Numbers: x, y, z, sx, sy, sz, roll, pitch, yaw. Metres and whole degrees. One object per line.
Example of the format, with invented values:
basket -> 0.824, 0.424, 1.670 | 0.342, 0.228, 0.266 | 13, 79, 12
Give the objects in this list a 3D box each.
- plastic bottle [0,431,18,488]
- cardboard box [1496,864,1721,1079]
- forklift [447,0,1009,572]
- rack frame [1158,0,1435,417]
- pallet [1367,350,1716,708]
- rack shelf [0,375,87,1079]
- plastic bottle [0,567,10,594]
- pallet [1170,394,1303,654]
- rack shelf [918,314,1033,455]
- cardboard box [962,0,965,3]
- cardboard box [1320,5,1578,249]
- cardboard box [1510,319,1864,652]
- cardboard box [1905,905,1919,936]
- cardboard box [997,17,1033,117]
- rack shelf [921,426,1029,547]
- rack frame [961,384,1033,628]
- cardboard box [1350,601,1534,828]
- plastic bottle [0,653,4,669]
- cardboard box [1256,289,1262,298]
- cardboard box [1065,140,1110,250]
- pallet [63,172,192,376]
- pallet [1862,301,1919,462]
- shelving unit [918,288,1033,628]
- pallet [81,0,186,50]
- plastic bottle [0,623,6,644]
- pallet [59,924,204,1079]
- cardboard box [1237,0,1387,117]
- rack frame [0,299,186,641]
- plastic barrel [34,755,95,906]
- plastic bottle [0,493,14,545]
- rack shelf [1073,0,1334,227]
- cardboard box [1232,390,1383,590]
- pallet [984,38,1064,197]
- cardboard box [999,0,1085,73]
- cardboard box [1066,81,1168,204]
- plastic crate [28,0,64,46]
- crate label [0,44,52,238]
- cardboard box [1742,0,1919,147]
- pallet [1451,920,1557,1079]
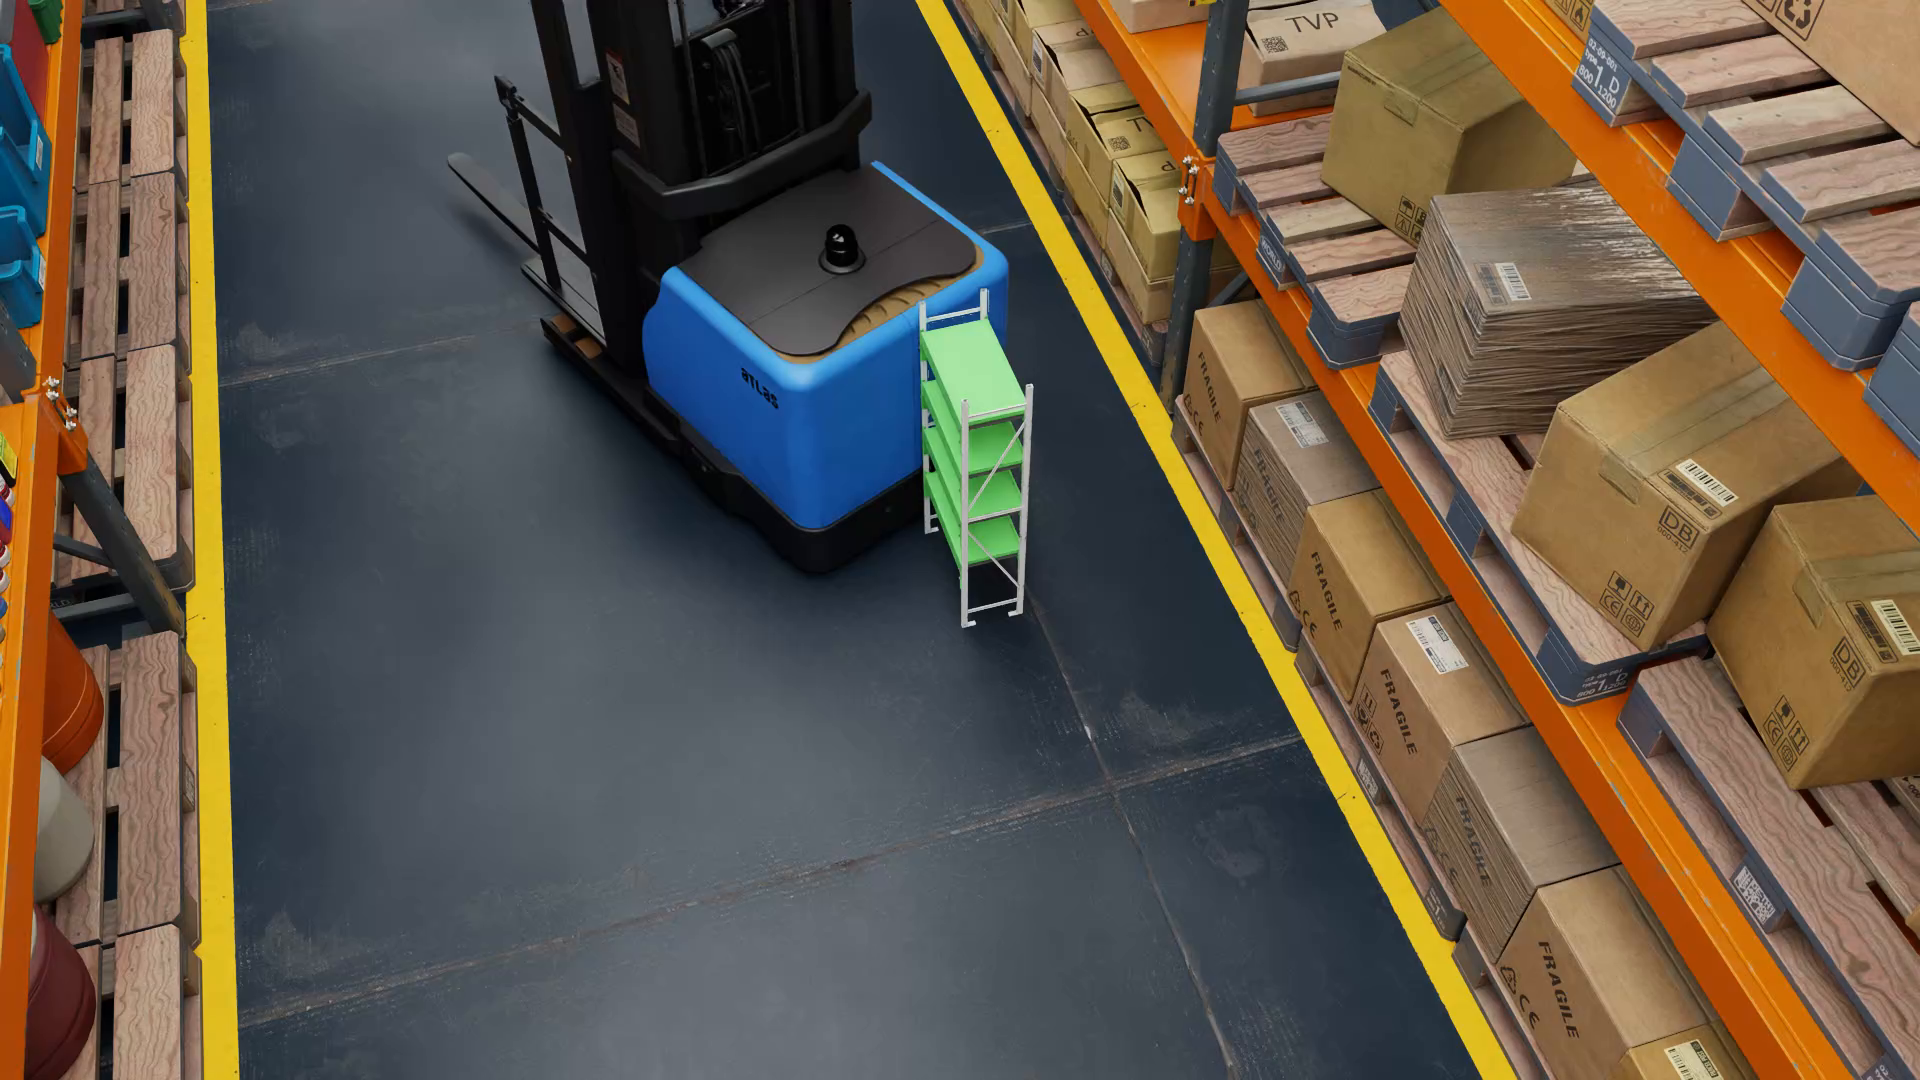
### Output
plastic bottle -> -2.868, -0.289, 4.898 | 0.061, 0.283, 0.133 | -13, 51, -11
cardboard box -> 1.962, 1.283, 4.843 | 0.500, 0.500, 0.500 | -13, 51, -11
forklift -> -1.152, -1.878, 6.206 | 1.130, 2.935, 3.031 | -34, 58, -25
rack frame -> 1.337, -1.643, 5.963 | 1.000, 3.000, 0.127 | -13, 51, -11
pallet -> 1.917, -0.162, 4.840 | 1.003, 0.211, 1.213 | -13, 51, -11
rack shelf -> -2.804, 1.167, 4.065 | 1.077, 0.370, 4.000 | -13, 51, -11
plastic bottle -> -2.755, 0.065, 4.653 | 0.097, 0.201, 0.097 | 0, 50, 0
pallet -> 1.522, -0.191, 6.562 | 1.003, 0.211, 1.213 | -13, 51, -11
rack shelf -> 0.049, -0.534, 5.661 | 0.258, 0.148, 0.480 | -13, 51, -11
cardboard box -> 0.187, -3.090, 8.706 | 0.500, 0.250, 0.500 | -12, 51, -10
cardboard box -> 1.631, -1.376, 5.398 | 0.700, 0.500, 0.500 | -30, 56, -23
cardboard box -> 1.939, -0.166, 4.378 | 0.700, 0.500, 0.500 | -25, 54, -20
cardboard box -> 2.594, 0.714, 3.636 | 0.700, 0.500, 0.500 | -30, 56, -23
cardboard box -> 0.492, -2.340, 8.074 | 0.500, 0.250, 0.500 | -12, 51, -10
rack shelf -> 0.049, -0.225, 6.028 | 0.258, 0.148, 0.480 | -13, 51, -11
rack frame -> 0.121, -0.088, 5.829 | 0.240, 1.200, 0.015 | -13, 51, -11
cardboard box -> 1.662, 0.546, 5.464 | 0.500, 0.500, 0.500 | -15, 51, -12
plastic bottle -> -2.668, 0.256, 4.446 | 0.097, 0.271, 0.097 | 0, 50, 0
cardboard box -> 1.463, -1.341, 7.232 | 0.500, 0.250, 0.500 | -13, 51, -11
cardboard box -> 0.793, -1.597, 7.448 | 0.500, 0.250, 0.500 | -14, 51, -11
pallet -> -3.945, -1.091, 7.322 | 1.003, 0.211, 1.213 | -13, 51, -11
pallet -> 2.395, -0.120, 2.840 | 1.213, 0.211, 1.003 | -13, 51, -11
shelving unit -> 0.049, -0.266, 5.979 | 0.258, 1.200, 0.503 | -13, 51, -11
pallet -> -4.737, -3.049, 8.972 | 1.003, 0.211, 1.213 | -13, 51, -11
plastic bottle -> -2.697, 0.207, 4.533 | 0.097, 0.201, 0.097 | 0, 50, 0
pallet -> -2.765, 1.829, 4.860 | 1.003, 0.211, 1.213 | -13, 51, -11
cardboard box -> 1.272, -1.890, 6.229 | 0.500, 0.311, 0.500 | -10, 51, -9
rack frame -> -3.395, -0.526, 5.021 | 1.000, 3.000, 0.127 | -13, 51, -11
plastic barrel -> -2.982, 0.886, 5.183 | 0.421, 0.512, 0.421 | 0, 50, 0
plastic bottle -> -2.800, -0.121, 4.756 | 0.061, 0.283, 0.133 | -13, 51, -11
rack shelf -> 0.746, -2.872, 7.470 | 1.077, 0.370, 4.000 | -13, 51, -11
cardboard box -> 1.359, -0.201, 6.095 | 0.500, 0.500, 0.500 | -15, 51, -12
pallet -> 0.774, -2.244, 8.293 | 1.003, 0.211, 1.213 | -13, 51, -11
cardboard box -> 0.495, -2.514, 7.854 | 0.500, 0.311, 0.500 | -12, 51, -10
cardboard box -> 0.787, -1.778, 7.234 | 0.500, 0.311, 0.500 | -14, 51, -12
plastic crate -> -3.794, -2.171, 6.547 | 0.450, 0.188, 0.662 | -13, 51, -11
crate label -> -3.431, -1.324, 5.671 | 0.502, 0.435, 0.616 | -13, 51, -11
cardboard box -> 2.045, -1.247, 3.261 | 0.600, 0.600, 0.600 | -15, 52, -12
pallet -> 2.244, 1.591, 5.060 | 1.003, 0.211, 1.213 | -13, 51, -11
